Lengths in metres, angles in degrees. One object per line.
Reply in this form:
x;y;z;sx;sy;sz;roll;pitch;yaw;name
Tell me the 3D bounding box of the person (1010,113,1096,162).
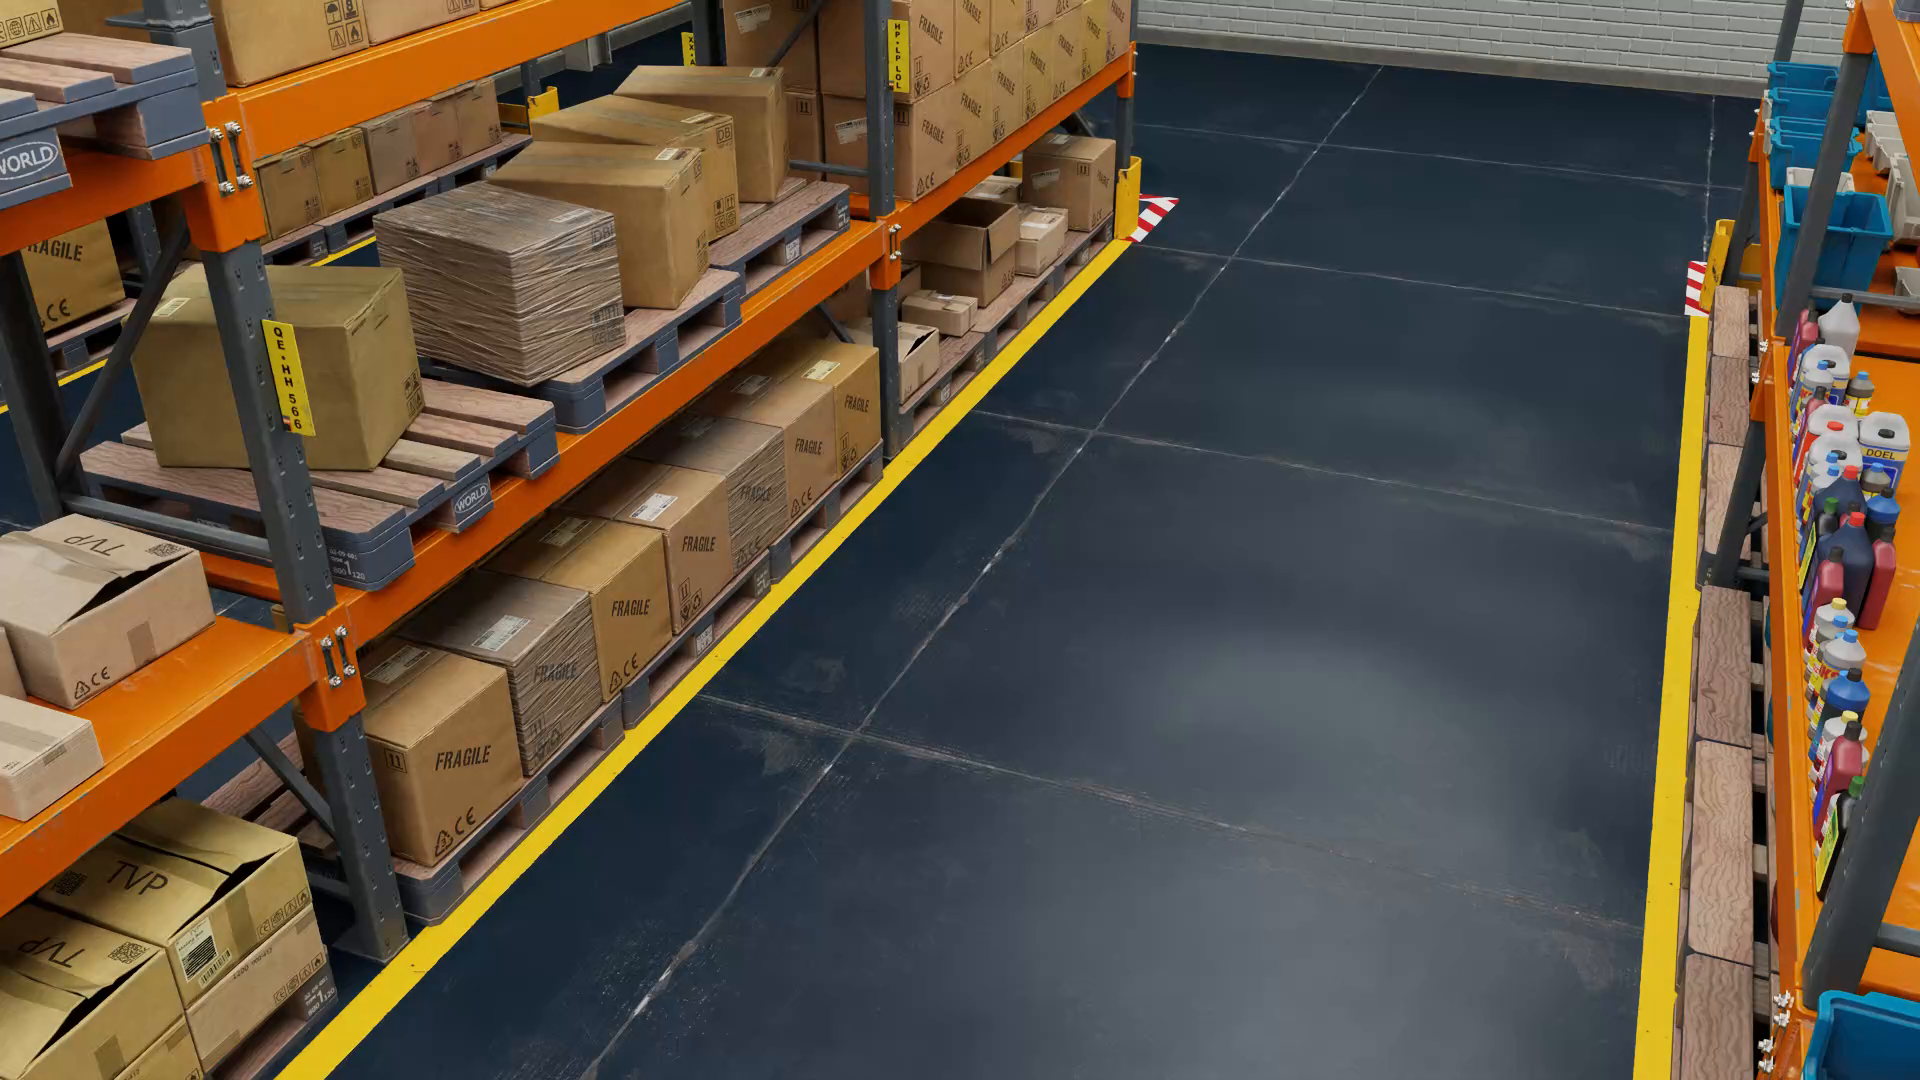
0.707;-3.737;12.789;0.667;1.757;0.654;11;31;19;person
